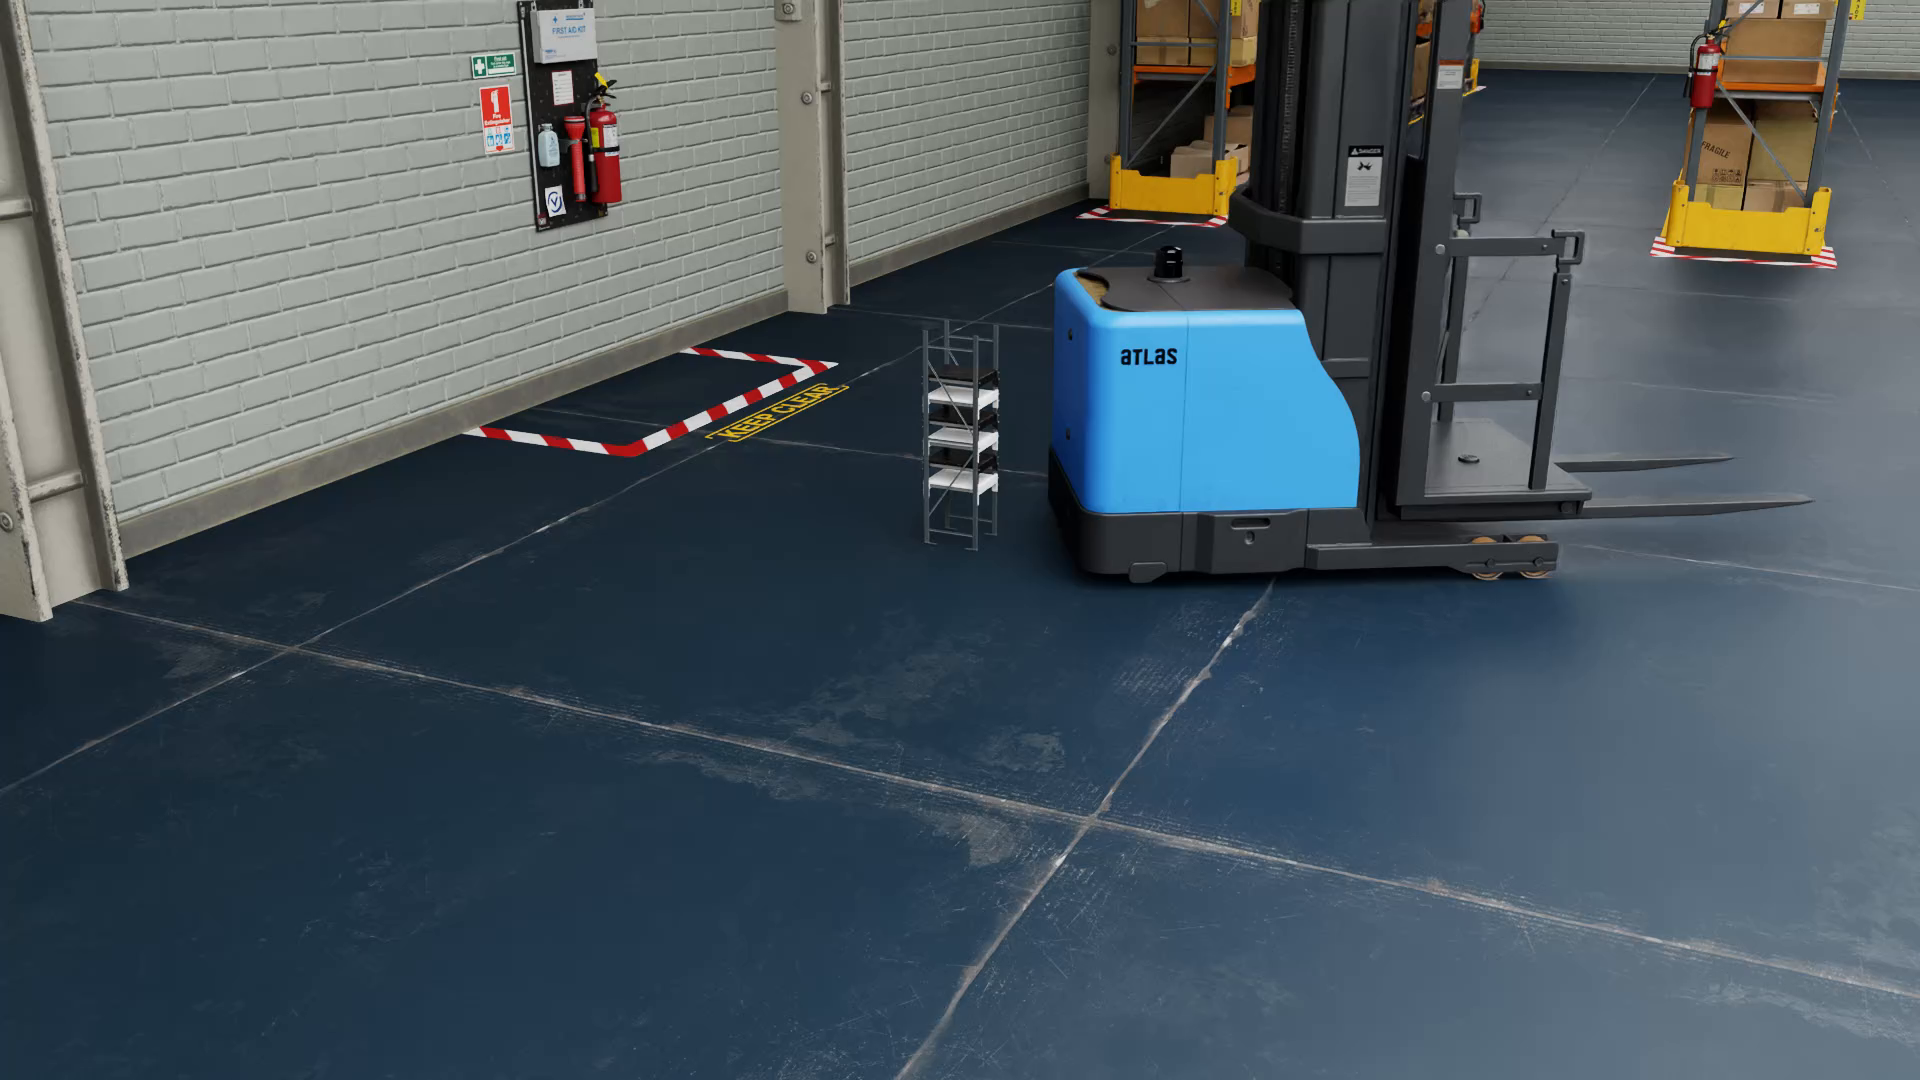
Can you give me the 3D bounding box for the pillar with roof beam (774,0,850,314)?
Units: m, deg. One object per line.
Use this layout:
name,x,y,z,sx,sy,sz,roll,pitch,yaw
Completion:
pillar with roof beam,2.942,-5.262,8.336,9.100,9.000,0.400,9,21,23

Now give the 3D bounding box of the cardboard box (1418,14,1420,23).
cardboard box,6.447,-7.563,24.103,0.380,0.149,0.250,8,21,21

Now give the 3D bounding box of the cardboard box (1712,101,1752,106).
cardboard box,7.248,-3.923,15.882,0.500,0.500,0.500,9,21,23

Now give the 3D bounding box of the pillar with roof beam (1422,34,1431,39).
pillar with roof beam,12.770,-12.599,28.966,9.100,9.000,0.400,9,21,23

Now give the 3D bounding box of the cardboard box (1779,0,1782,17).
cardboard box,6.957,-4.374,13.673,0.380,0.149,0.250,8,21,21

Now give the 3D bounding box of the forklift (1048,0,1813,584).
forklift,1.931,-1.398,6.525,3.031,2.935,1.130,-2,20,-5

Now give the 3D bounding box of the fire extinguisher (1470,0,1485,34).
fire extinguisher,9.009,-9.190,29.005,0.296,0.674,0.183,9,21,23

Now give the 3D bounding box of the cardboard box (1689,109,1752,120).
cardboard box,6.839,-3.618,15.022,0.500,0.500,0.500,9,21,23

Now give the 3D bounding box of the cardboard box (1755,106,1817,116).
cardboard box,7.534,-3.697,15.245,0.500,0.500,0.500,9,21,23

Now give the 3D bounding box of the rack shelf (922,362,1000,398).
rack shelf,0.003,-0.649,6.746,0.258,0.077,0.200,9,21,23

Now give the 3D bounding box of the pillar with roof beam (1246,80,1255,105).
pillar with roof beam,7.856,-8.931,18.651,9.100,9.000,0.400,9,21,23

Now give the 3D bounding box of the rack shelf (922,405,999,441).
rack shelf,0.003,-0.480,6.806,0.258,0.077,0.200,9,21,23

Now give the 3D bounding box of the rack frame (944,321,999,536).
rack frame,0.045,-0.458,6.912,0.240,0.900,0.006,9,21,23

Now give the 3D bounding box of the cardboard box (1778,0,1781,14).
cardboard box,7.273,-4.608,14.333,0.380,0.149,0.250,8,21,21

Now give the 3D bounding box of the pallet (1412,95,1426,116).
pallet,6.641,-6.636,25.314,1.003,0.211,1.213,9,21,23

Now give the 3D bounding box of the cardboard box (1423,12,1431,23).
cardboard box,6.724,-7.703,24.497,0.380,0.149,0.250,9,21,23

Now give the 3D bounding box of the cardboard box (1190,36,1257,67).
cardboard box,2.463,-4.572,15.543,0.500,0.250,0.500,8,21,21

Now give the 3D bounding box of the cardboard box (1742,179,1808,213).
cardboard box,6.917,-2.885,14.082,0.500,0.250,0.500,9,21,23

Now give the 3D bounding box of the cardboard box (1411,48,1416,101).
cardboard box,6.035,-6.632,23.723,0.750,0.750,0.750,8,21,22

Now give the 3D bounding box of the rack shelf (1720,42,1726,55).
rack shelf,8.952,-5.345,18.595,1.077,0.370,4.000,9,21,23

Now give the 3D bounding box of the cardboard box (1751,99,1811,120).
cardboard box,7.927,-4.005,16.111,0.500,0.500,0.500,9,21,23

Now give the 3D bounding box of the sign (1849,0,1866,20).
sign,6.999,-4.217,12.939,0.100,0.325,0.005,9,21,23

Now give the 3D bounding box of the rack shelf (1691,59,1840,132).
rack shelf,7.314,-4.122,15.156,1.077,0.370,4.000,9,21,23

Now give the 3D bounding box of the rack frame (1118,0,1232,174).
rack frame,1.974,-4.528,15.225,1.000,3.000,0.127,9,21,23

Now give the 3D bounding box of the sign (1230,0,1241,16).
sign,2.469,-4.862,14.870,0.100,0.325,0.005,9,21,23

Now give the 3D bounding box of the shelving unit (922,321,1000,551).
shelving unit,0.003,-0.426,6.825,0.258,0.900,0.210,9,21,23

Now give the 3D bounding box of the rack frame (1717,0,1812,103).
rack frame,8.133,-5.072,16.755,1.000,3.000,0.127,9,21,23

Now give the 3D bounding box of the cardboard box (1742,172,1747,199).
cardboard box,7.324,-3.191,14.943,0.500,0.250,0.500,9,21,23

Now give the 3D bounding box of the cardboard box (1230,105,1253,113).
cardboard box,3.223,-4.458,18.101,0.500,0.500,0.500,7,21,19

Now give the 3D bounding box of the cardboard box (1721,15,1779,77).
cardboard box,6.908,-4.199,14.149,0.700,0.500,0.500,9,22,24

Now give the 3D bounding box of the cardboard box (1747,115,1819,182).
cardboard box,7.120,-3.392,14.387,0.500,0.500,0.500,9,21,23

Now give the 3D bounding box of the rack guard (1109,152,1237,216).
rack guard,2.005,-3.374,15.709,1.175,0.500,0.348,9,21,23

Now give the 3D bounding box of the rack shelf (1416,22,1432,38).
rack shelf,6.069,-7.246,23.941,1.077,0.370,4.000,9,21,23

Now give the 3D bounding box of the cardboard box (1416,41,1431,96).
cardboard box,6.740,-7.165,25.220,0.750,0.750,0.750,9,21,23

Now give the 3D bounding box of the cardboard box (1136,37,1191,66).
cardboard box,1.988,-4.636,15.723,0.500,0.250,0.500,9,21,23

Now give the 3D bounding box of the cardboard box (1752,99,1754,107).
cardboard box,9.574,-5.108,19.495,0.500,0.311,0.500,8,21,22

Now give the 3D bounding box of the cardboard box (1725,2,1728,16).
cardboard box,6.583,-4.425,13.819,0.380,0.149,0.250,9,22,24

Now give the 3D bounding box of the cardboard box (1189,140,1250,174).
cardboard box,2.573,-3.842,16.652,0.500,0.311,0.500,11,22,27

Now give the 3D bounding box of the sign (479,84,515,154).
sign,-2.353,-2.138,8.452,0.001,0.329,0.234,9,21,23

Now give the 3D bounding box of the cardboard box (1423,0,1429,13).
cardboard box,6.515,-7.908,24.105,0.500,0.500,0.500,9,21,23

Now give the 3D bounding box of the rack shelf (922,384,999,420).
rack shelf,0.003,-0.565,6.776,0.258,0.077,0.200,9,21,23

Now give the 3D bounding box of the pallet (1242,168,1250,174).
pallet,2.871,-3.853,17.487,1.003,0.211,1.213,9,21,23

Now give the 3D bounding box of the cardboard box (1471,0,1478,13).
cardboard box,8.326,-9.403,28.485,0.980,0.700,0.700,10,22,25

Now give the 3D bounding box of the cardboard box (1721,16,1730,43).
cardboard box,9.228,-6.006,19.514,0.500,0.311,0.500,8,21,22

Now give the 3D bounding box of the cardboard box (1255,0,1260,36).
cardboard box,2.655,-5.075,15.836,0.500,0.500,0.500,9,21,23

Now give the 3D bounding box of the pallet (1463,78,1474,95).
pallet,8.270,-7.850,28.728,1.003,0.211,1.213,9,21,23
